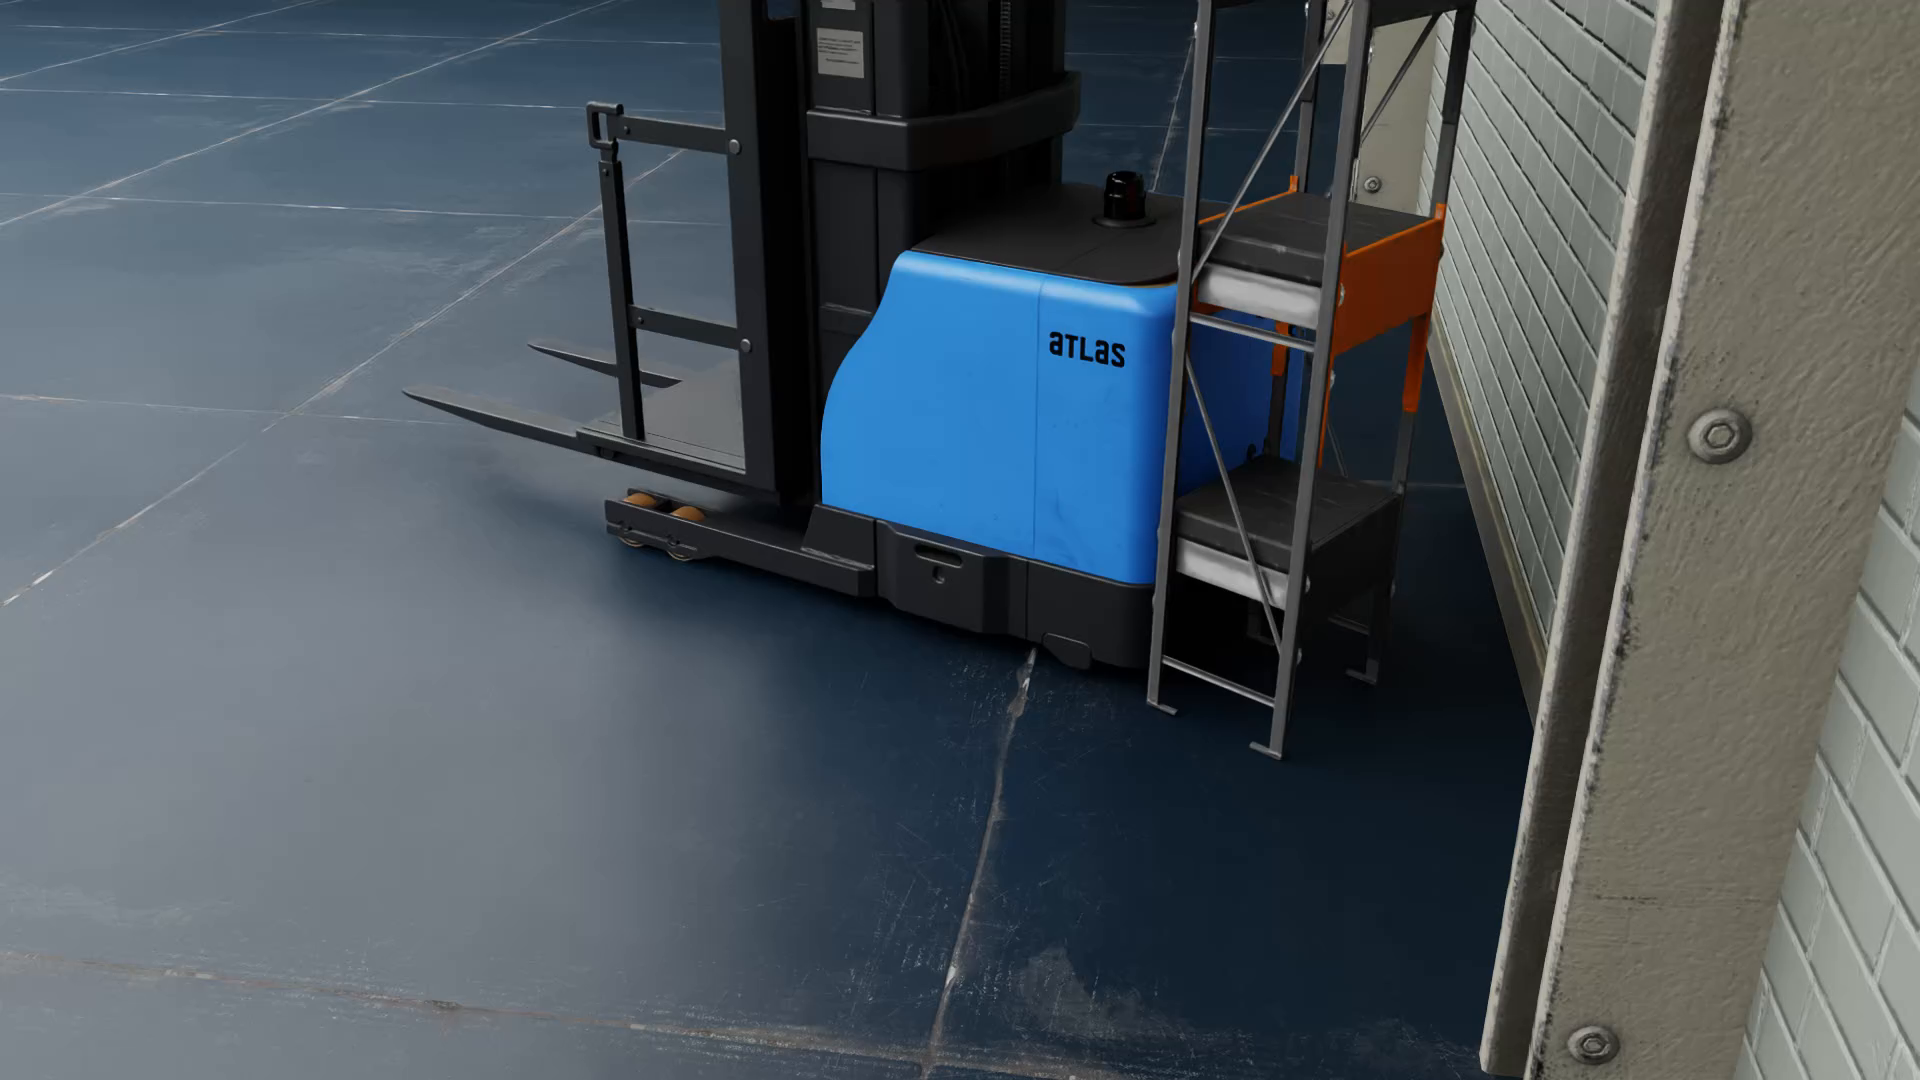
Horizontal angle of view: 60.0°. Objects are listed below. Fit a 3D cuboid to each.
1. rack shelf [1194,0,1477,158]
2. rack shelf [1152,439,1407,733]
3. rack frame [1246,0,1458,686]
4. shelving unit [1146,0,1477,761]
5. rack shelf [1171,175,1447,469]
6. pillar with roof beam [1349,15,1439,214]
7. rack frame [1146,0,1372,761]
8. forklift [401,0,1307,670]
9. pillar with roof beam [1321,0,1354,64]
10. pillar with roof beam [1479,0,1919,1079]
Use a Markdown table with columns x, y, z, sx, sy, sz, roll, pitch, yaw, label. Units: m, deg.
| x | y | z | sx | sy | sz | roll | pitch | yaw | label |
| --- | --- | --- | --- | --- | --- | --- | --- | --- | --- |
| 0.826 | -1.162 | 3.625 | 0.431 | 0.518 | 0.480 | 21 | 32 | 36 | rack shelf |
| 0.805 | 0.101 | 4.229 | 0.431 | 0.518 | 0.480 | 21 | 32 | 36 | rack shelf |
| 0.975 | -0.621 | 4.089 | 0.400 | 2.100 | 0.015 | 21 | 32 | 36 | rack frame |
| 0.816 | -0.543 | 3.921 | 0.431 | 2.100 | 0.503 | 21 | 32 | 36 | shelving unit |
| 0.815 | -0.531 | 3.927 | 0.431 | 0.518 | 0.480 | 21 | 32 | 36 | rack shelf |
| -2.157 | -5.815 | 7.059 | 9.100 | 9.000 | 0.400 | 4 | 25 | 9 | pillar with roof beam |
| 0.657 | -0.465 | 3.753 | 0.400 | 2.100 | 0.015 | 21 | 32 | 36 | rack frame |
| -0.507 | -1.435 | 4.857 | 3.031 | 2.935 | 1.130 | 15 | 29 | 29 | forklift |
| -1.177 | -8.325 | 12.420 | 9.100 | 9.000 | 0.400 | 4 | 25 | 9 | pillar with roof beam |
| -3.138 | -3.306 | 1.698 | 9.100 | 9.000 | 0.400 | 4 | 25 | 9 | pillar with roof beam |
